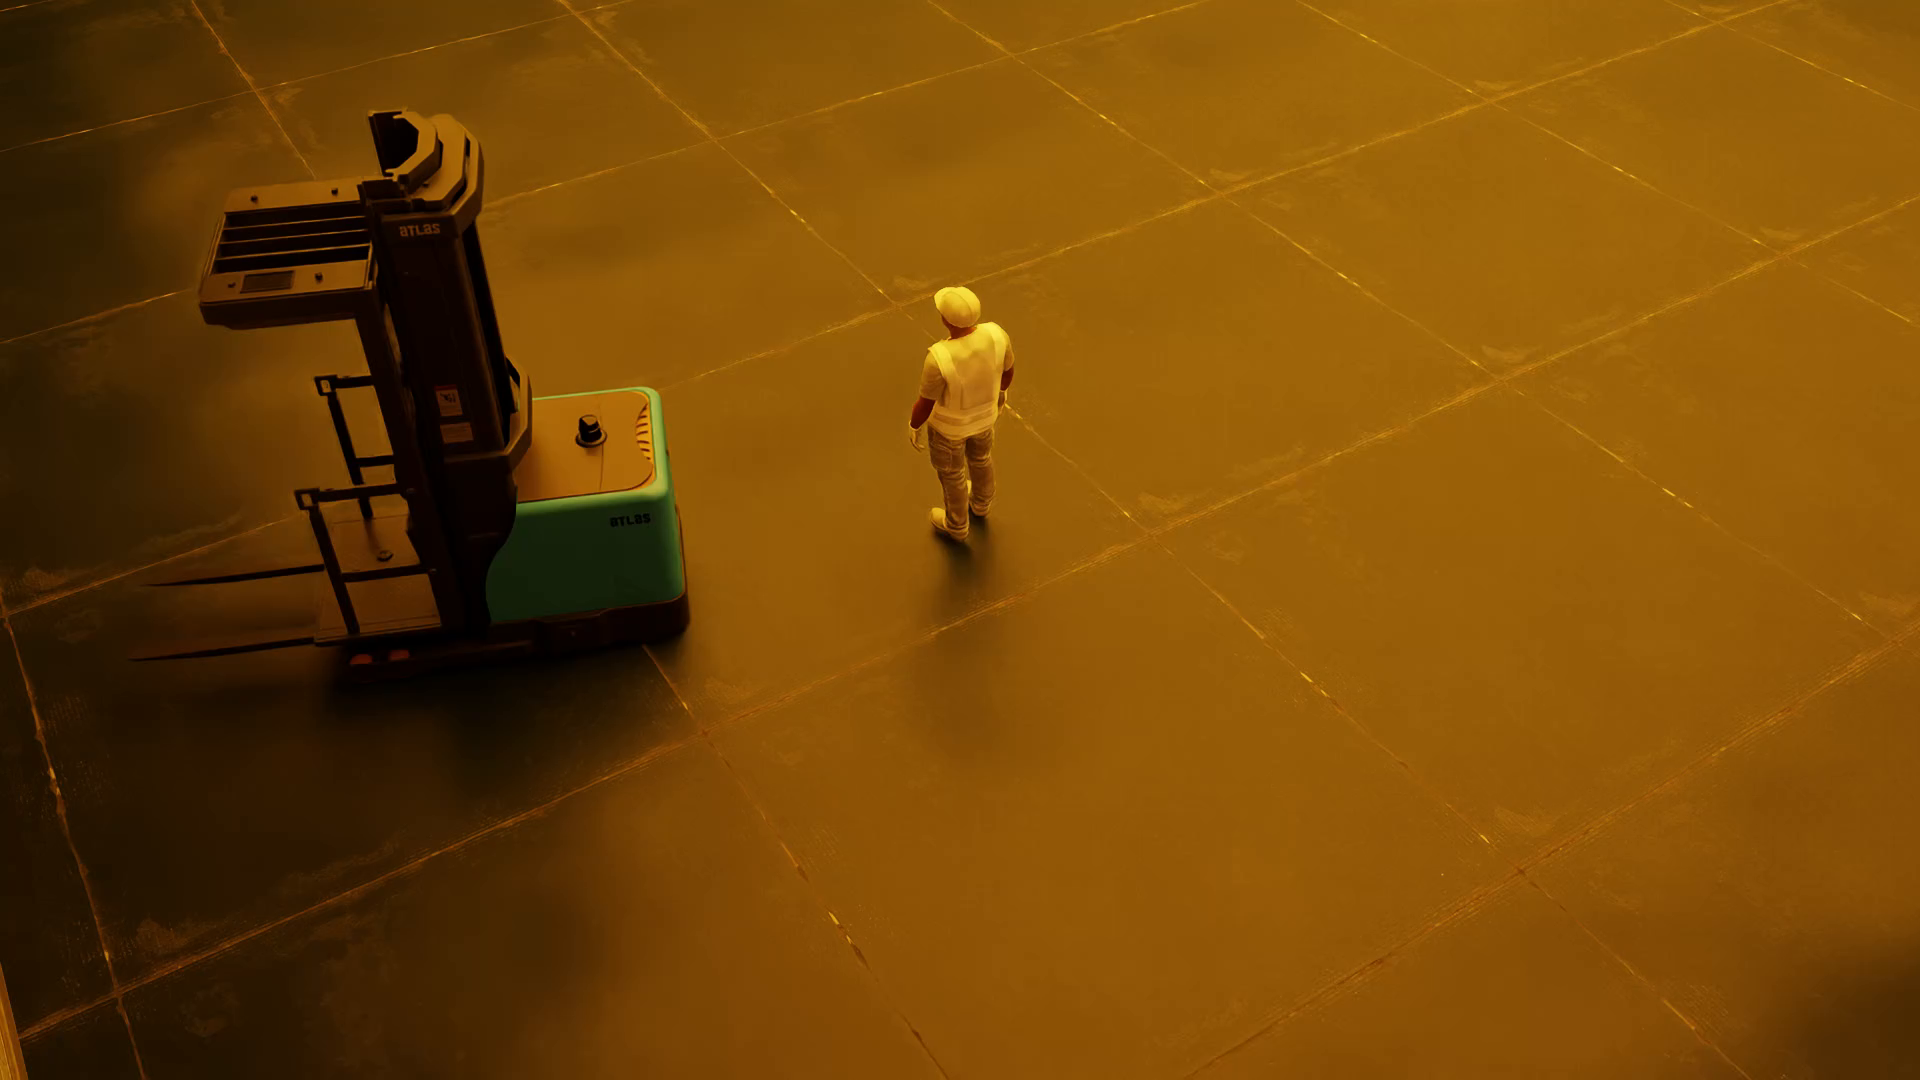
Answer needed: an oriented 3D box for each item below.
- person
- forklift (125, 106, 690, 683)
[{"bbox_3d":[-0.032,-0.750,9.530,0.656,1.784,0.575,-23,46,-24],"label":"person"},{"bbox_3d":[-3.105,-0.691,8.661,3.031,2.935,1.130,-7,42,-8],"label":"forklift"}]
